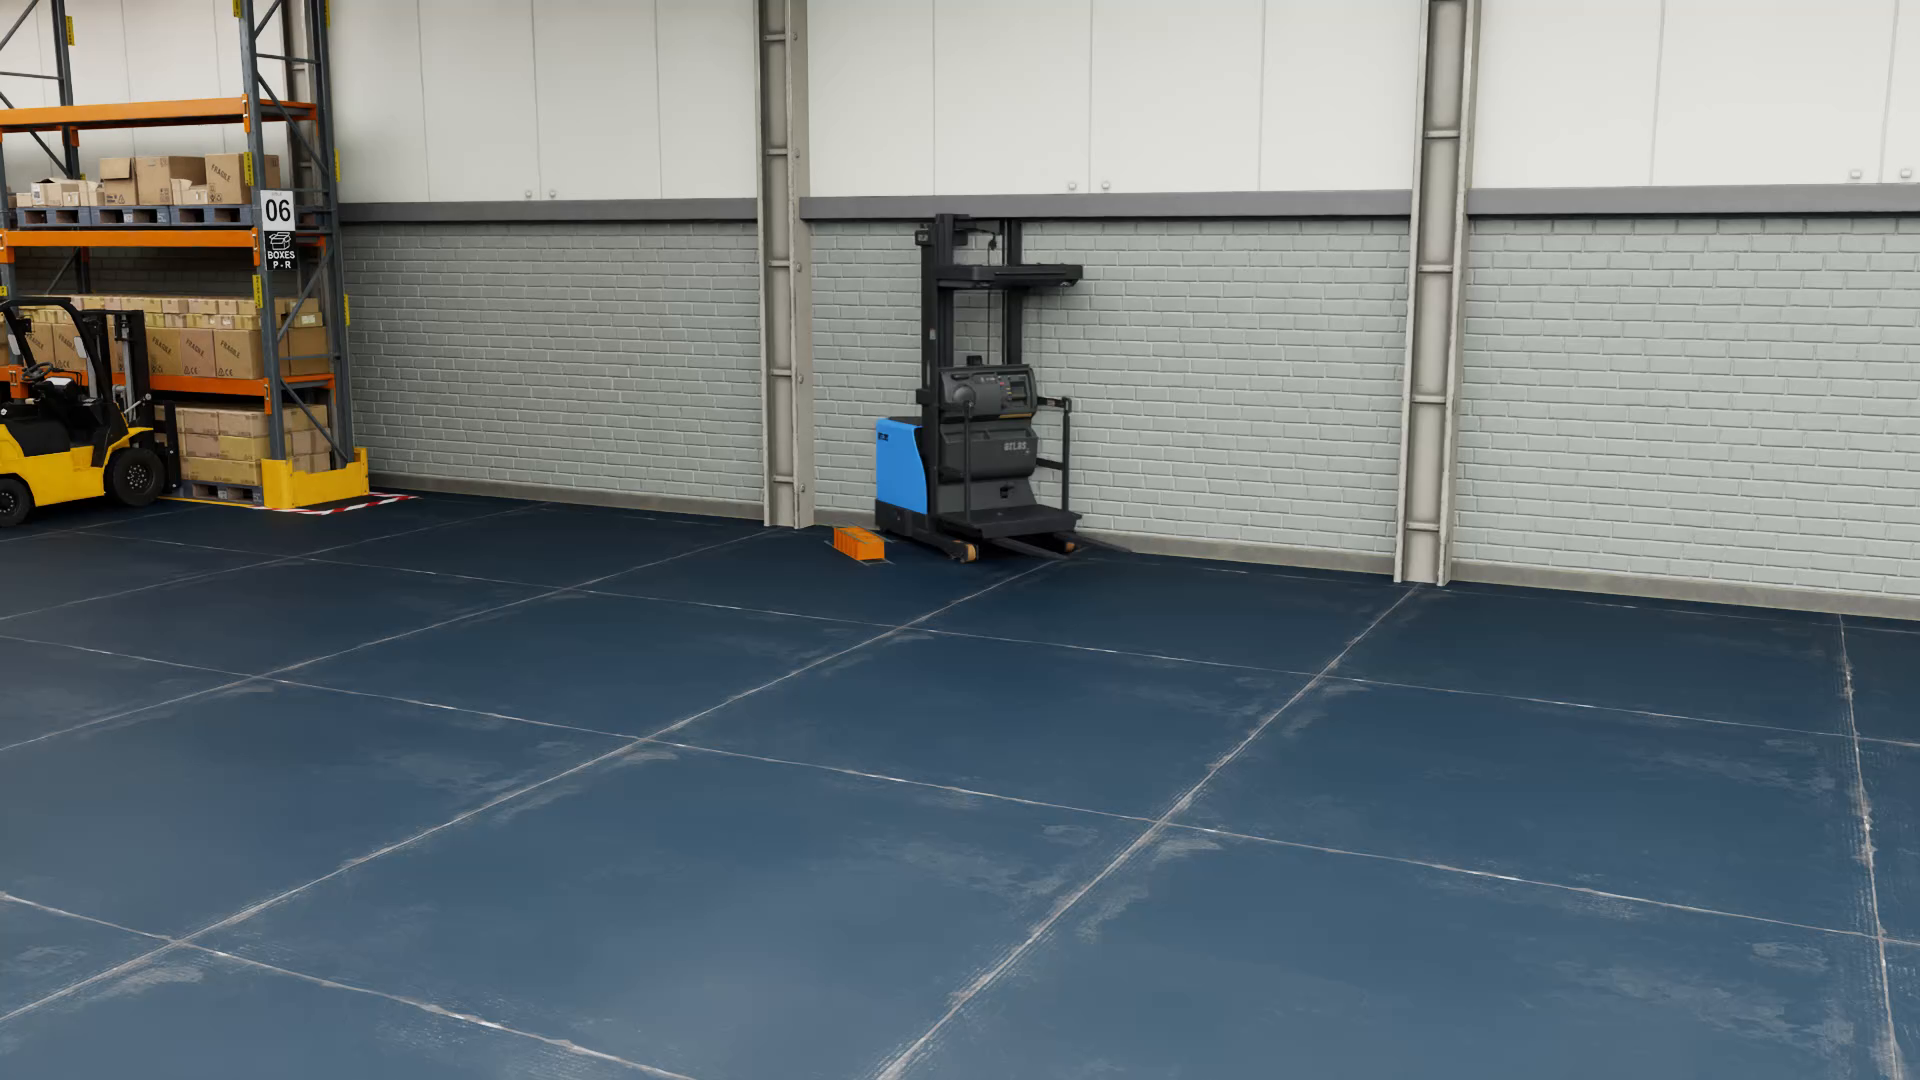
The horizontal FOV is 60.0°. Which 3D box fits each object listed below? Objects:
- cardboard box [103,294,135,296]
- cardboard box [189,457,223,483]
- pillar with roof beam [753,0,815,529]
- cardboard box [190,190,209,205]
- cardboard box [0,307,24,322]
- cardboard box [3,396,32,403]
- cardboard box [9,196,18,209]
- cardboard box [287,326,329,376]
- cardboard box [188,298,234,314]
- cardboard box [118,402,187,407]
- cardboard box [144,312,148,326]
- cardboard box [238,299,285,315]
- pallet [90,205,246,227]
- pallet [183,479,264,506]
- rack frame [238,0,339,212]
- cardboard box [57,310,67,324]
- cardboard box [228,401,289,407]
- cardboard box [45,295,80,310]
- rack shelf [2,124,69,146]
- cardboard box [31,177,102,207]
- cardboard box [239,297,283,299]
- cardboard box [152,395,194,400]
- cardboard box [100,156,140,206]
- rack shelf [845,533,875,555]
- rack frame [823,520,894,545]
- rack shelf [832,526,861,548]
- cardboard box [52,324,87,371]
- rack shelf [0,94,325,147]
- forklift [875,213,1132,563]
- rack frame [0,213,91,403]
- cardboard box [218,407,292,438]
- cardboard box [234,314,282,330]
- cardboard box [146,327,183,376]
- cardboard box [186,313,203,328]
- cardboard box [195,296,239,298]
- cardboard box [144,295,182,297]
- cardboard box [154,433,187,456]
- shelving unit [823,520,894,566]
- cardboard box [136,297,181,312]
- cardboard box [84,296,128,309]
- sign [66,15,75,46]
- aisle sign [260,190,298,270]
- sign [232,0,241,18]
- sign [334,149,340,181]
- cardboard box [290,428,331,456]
[{"bbox_3d":[-9.516,-2.704,18.829,0.250,0.149,0.380,5,11,25],"label":"cardboard box"},{"bbox_3d":[-7.802,-0.777,17.661,0.500,0.250,0.500,5,11,26],"label":"cardboard box"},{"bbox_3d":[-3.549,-3.886,11.456,0.400,9.000,9.100,5,11,26],"label":"pillar with roof beam"},{"bbox_3d":[-7.677,-3.521,17.104,0.250,0.149,0.380,5,11,24],"label":"cardboard box"},{"bbox_3d":[-10.791,-2.571,18.930,0.250,0.149,0.380,5,12,28],"label":"cardboard box"},{"bbox_3d":[-11.552,-1.351,19.780,0.625,0.625,0.875,5,11,25],"label":"cardboard box"},{"bbox_3d":[-11.061,-3.918,19.296,0.250,0.149,0.380,5,11,26],"label":"cardboard box"},{"bbox_3d":[-7.120,-2.028,17.755,0.500,0.500,0.500,5,12,28],"label":"cardboard box"},{"bbox_3d":[-7.885,-2.467,17.524,0.250,0.149,0.380,5,11,26],"label":"cardboard box"},{"bbox_3d":[-8.719,-1.347,18.002,0.500,0.250,0.500,5,11,25],"label":"cardboard box"},{"bbox_3d":[-8.579,-2.378,17.865,0.250,0.149,0.380,5,11,25],"label":"cardboard box"},{"bbox_3d":[-7.214,-2.405,17.179,0.250,0.149,0.380,5,11,26],"label":"cardboard box"},{"bbox_3d":[-8.520,-3.484,17.904,1.213,0.211,1.003,5,11,26],"label":"pallet"},{"bbox_3d":[-7.503,-0.577,17.847,1.213,0.211,1.003,5,11,26],"label":"pallet"},{"bbox_3d":[-6.799,-4.848,16.768,0.127,3.000,1.000,5,11,26],"label":"rack frame"},{"bbox_3d":[-9.738,-2.476,18.406,0.250,0.149,0.380,5,11,26],"label":"cardboard box"},{"bbox_3d":[-7.596,-1.348,18.012,0.500,0.250,0.500,5,11,26],"label":"cardboard box"},{"bbox_3d":[-9.949,-2.650,18.532,0.250,0.149,0.380,5,11,27],"label":"cardboard box"},{"bbox_3d":[-12.180,-4.770,19.480,4.000,0.370,1.077,5,11,26],"label":"rack shelf"},{"bbox_3d":[-9.748,-3.795,18.161,0.500,0.311,0.500,5,12,27],"label":"cardboard box"},{"bbox_3d":[-7.469,-2.516,17.790,0.250,0.149,0.380,5,12,27],"label":"cardboard box"},{"bbox_3d":[-8.951,-1.469,18.680,0.500,0.250,0.500,5,11,26],"label":"cardboard box"},{"bbox_3d":[-8.686,-3.823,17.780,0.637,0.503,0.797,5,12,28],"label":"cardboard box"},{"bbox_3d":[-0.873,0.030,14.535,0.258,0.180,0.103,-4,11,-22],"label":"rack shelf"},{"bbox_3d":[-0.902,-0.073,14.587,0.240,0.006,1.200,-4,11,-22],"label":"rack frame"},{"bbox_3d":[-1.011,-0.031,14.862,0.258,0.180,0.103,-4,11,-22],"label":"rack shelf"},{"bbox_3d":[-9.629,-2.145,18.400,0.500,0.500,0.500,5,12,27],"label":"cardboard box"},{"bbox_3d":[-8.593,-4.455,17.739,4.000,0.370,1.077,5,11,26],"label":"rack shelf"},{"bbox_3d":[0.362,-1.336,14.399,1.130,2.935,3.031,-6,12,-29],"label":"forklift"},{"bbox_3d":[-10.386,-2.211,19.044,0.127,3.000,1.000,5,11,26],"label":"rack frame"},{"bbox_3d":[-7.350,-1.228,17.346,0.500,0.250,0.500,5,12,28],"label":"cardboard box"},{"bbox_3d":[-7.234,-2.247,17.140,0.250,0.149,0.380,5,11,27],"label":"cardboard box"},{"bbox_3d":[-8.277,-2.025,17.733,0.500,0.500,0.500,5,11,25],"label":"cardboard box"},{"bbox_3d":[-7.899,-2.314,17.510,0.250,0.149,0.380,5,11,25],"label":"cardboard box"},{"bbox_3d":[-8.123,-2.591,18.205,0.250,0.149,0.380,5,11,24],"label":"cardboard box"},{"bbox_3d":[-8.832,-2.643,18.493,0.250,0.149,0.380,5,11,25],"label":"cardboard box"},{"bbox_3d":[-8.291,-1.062,17.836,0.500,0.250,0.500,5,11,25],"label":"cardboard box"},{"bbox_3d":[-0.902,0.017,14.604,0.258,0.189,1.200,-4,11,-22],"label":"shelving unit"},{"bbox_3d":[-8.592,-2.525,17.842,0.250,0.149,0.380,5,11,27],"label":"cardboard box"},{"bbox_3d":[-9.294,-2.576,18.121,0.250,0.149,0.380,5,11,25],"label":"cardboard box"},{"bbox_3d":[-10.119,-5.787,18.892,0.005,0.325,0.100,5,11,26],"label":"sign"},{"bbox_3d":[-6.870,-3.123,16.783,0.004,0.787,0.394,5,11,26],"label":"aisle sign"},{"bbox_3d":[-7.052,-5.261,16.206,0.005,0.325,0.100,5,11,26],"label":"sign"},{"bbox_3d":[-6.548,-3.929,17.438,0.005,0.325,0.100,5,11,26],"label":"sign"},{"bbox_3d":[-7.129,-1.066,17.854,0.500,0.250,0.500,5,12,27],"label":"cardboard box"}]
